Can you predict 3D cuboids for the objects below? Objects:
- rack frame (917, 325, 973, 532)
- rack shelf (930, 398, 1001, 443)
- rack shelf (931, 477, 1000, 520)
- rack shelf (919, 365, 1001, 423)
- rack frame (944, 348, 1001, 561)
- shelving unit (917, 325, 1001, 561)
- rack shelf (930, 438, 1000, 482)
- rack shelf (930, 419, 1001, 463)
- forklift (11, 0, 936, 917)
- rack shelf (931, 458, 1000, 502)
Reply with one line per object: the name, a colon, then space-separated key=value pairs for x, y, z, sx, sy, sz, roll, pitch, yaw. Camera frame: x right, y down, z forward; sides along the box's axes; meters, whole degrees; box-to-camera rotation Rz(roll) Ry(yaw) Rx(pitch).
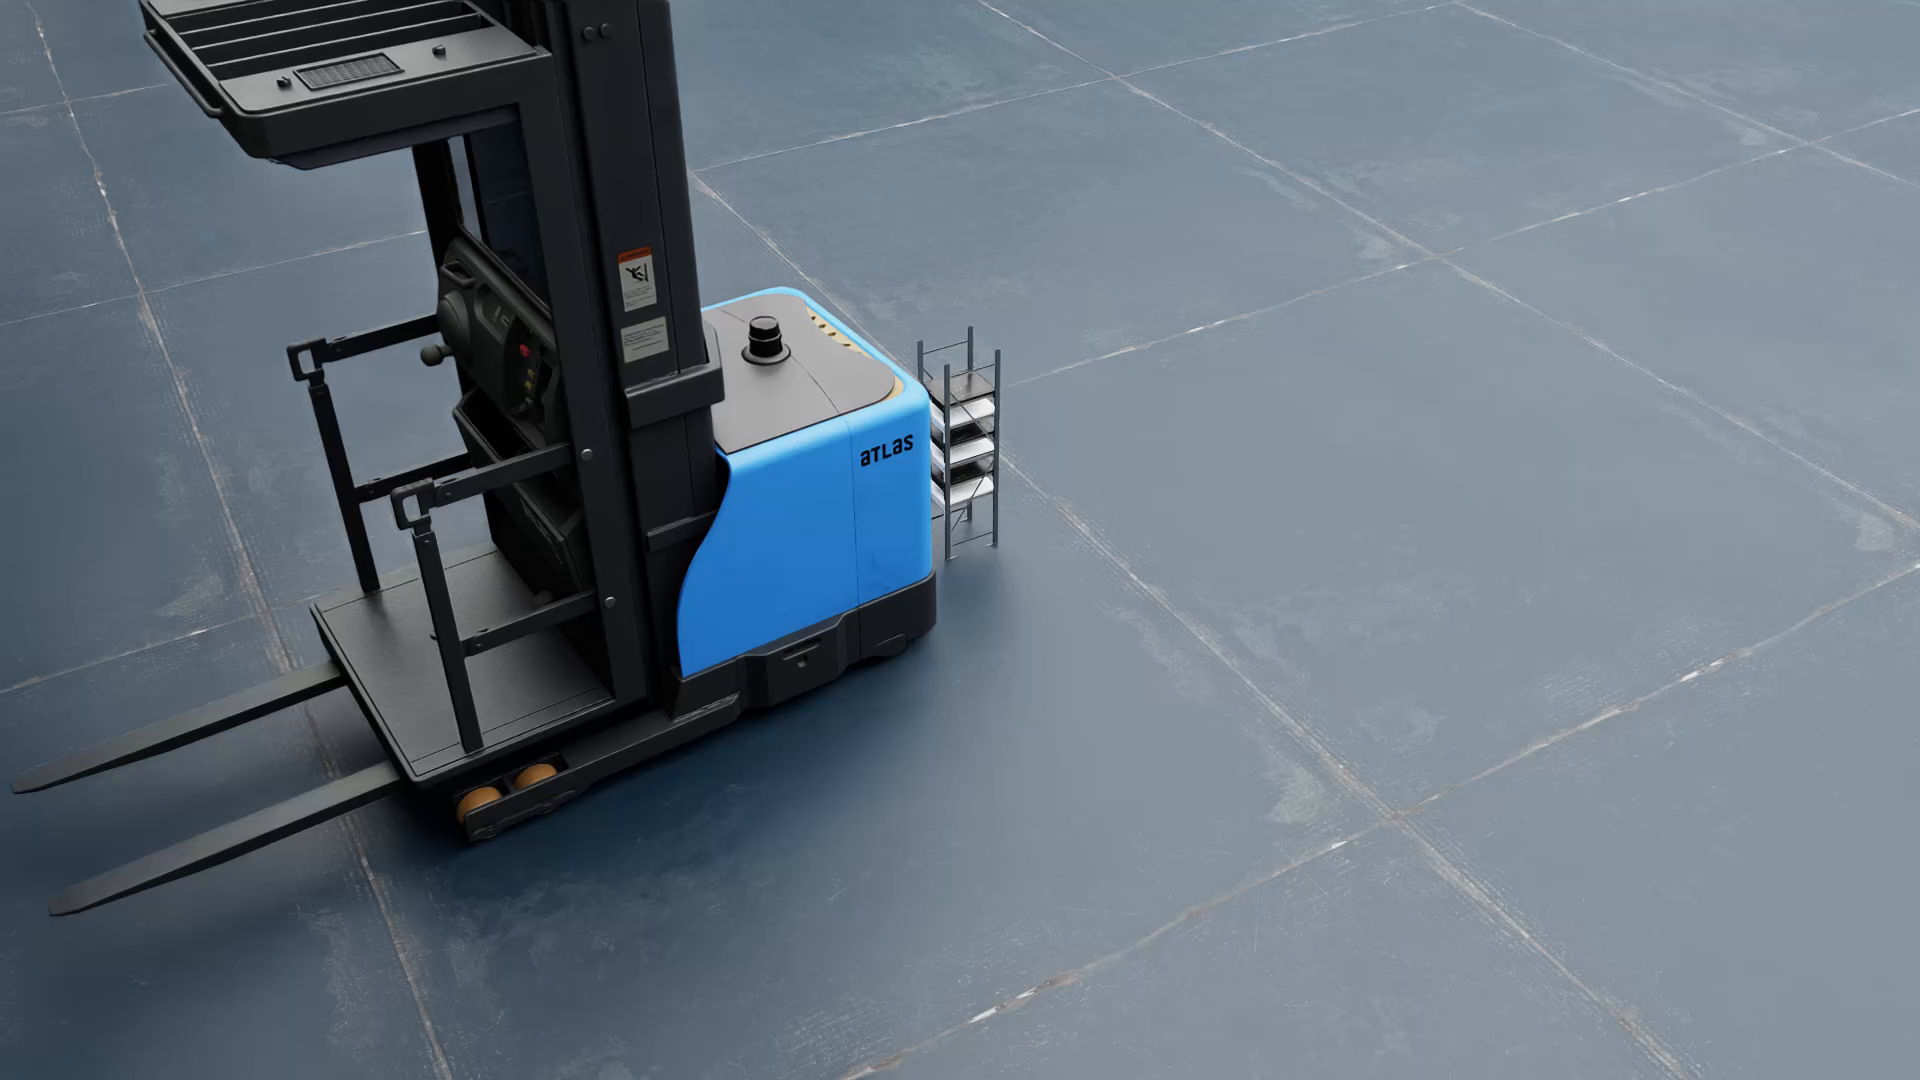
rack frame: x=-0.055 y=-0.419 z=6.561 sx=0.240 sy=0.900 sz=0.006 roll=-19 pitch=40 yaw=-24
rack shelf: x=-0.004 y=-0.486 z=6.404 sx=0.258 sy=0.077 sz=0.200 roll=-19 pitch=40 yaw=-24
rack shelf: x=-0.004 y=-0.195 z=6.616 sx=0.258 sy=0.077 sz=0.200 roll=-19 pitch=40 yaw=-24
rack shelf: x=-0.004 y=-0.559 z=6.351 sx=0.258 sy=0.077 sz=0.200 roll=-19 pitch=40 yaw=-24
rack frame: x=0.047 y=-0.316 z=6.419 sx=0.240 sy=0.900 sz=0.006 roll=-19 pitch=40 yaw=-24
shelving unit: x=-0.004 y=-0.368 z=6.490 sx=0.258 sy=0.900 sz=0.210 roll=-19 pitch=40 yaw=-24
rack shelf: x=-0.004 y=-0.341 z=6.510 sx=0.258 sy=0.077 sz=0.200 roll=-19 pitch=40 yaw=-24
rack shelf: x=-0.004 y=-0.413 z=6.457 sx=0.258 sy=0.077 sz=0.200 roll=-19 pitch=40 yaw=-24
forklift: x=-1.594 y=-0.568 z=5.042 sx=3.031 sy=2.935 sz=1.130 roll=-22 pitch=41 yaw=-27
rack shelf: x=-0.004 y=-0.268 z=6.563 sx=0.258 sy=0.077 sz=0.200 roll=-19 pitch=40 yaw=-24
